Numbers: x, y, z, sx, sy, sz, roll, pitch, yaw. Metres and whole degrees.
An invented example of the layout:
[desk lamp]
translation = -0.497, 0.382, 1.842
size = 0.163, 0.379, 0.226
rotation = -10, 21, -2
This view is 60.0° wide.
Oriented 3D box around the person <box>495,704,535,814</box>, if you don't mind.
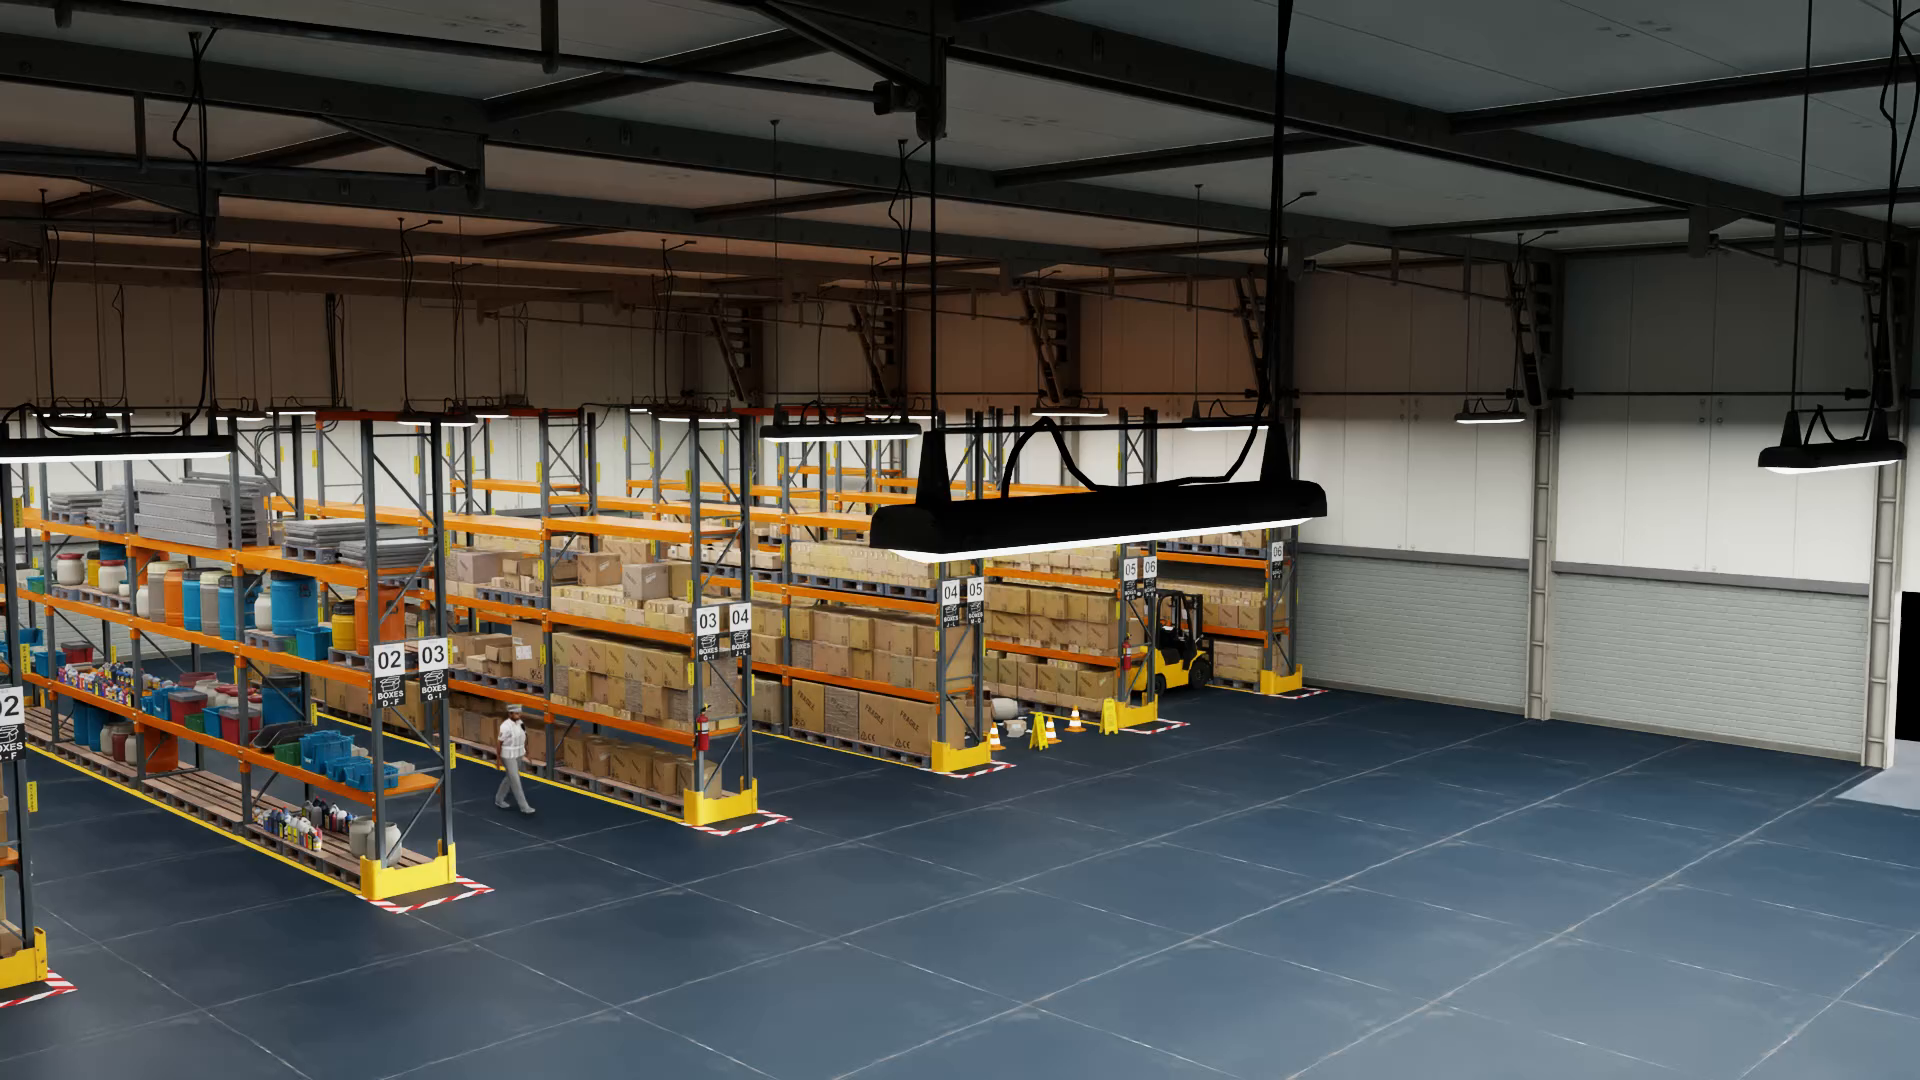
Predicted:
[person]
translation = -6.699, 3.274, 25.090
size = 0.961, 1.626, 0.500
rotation = 2, 6, 24
